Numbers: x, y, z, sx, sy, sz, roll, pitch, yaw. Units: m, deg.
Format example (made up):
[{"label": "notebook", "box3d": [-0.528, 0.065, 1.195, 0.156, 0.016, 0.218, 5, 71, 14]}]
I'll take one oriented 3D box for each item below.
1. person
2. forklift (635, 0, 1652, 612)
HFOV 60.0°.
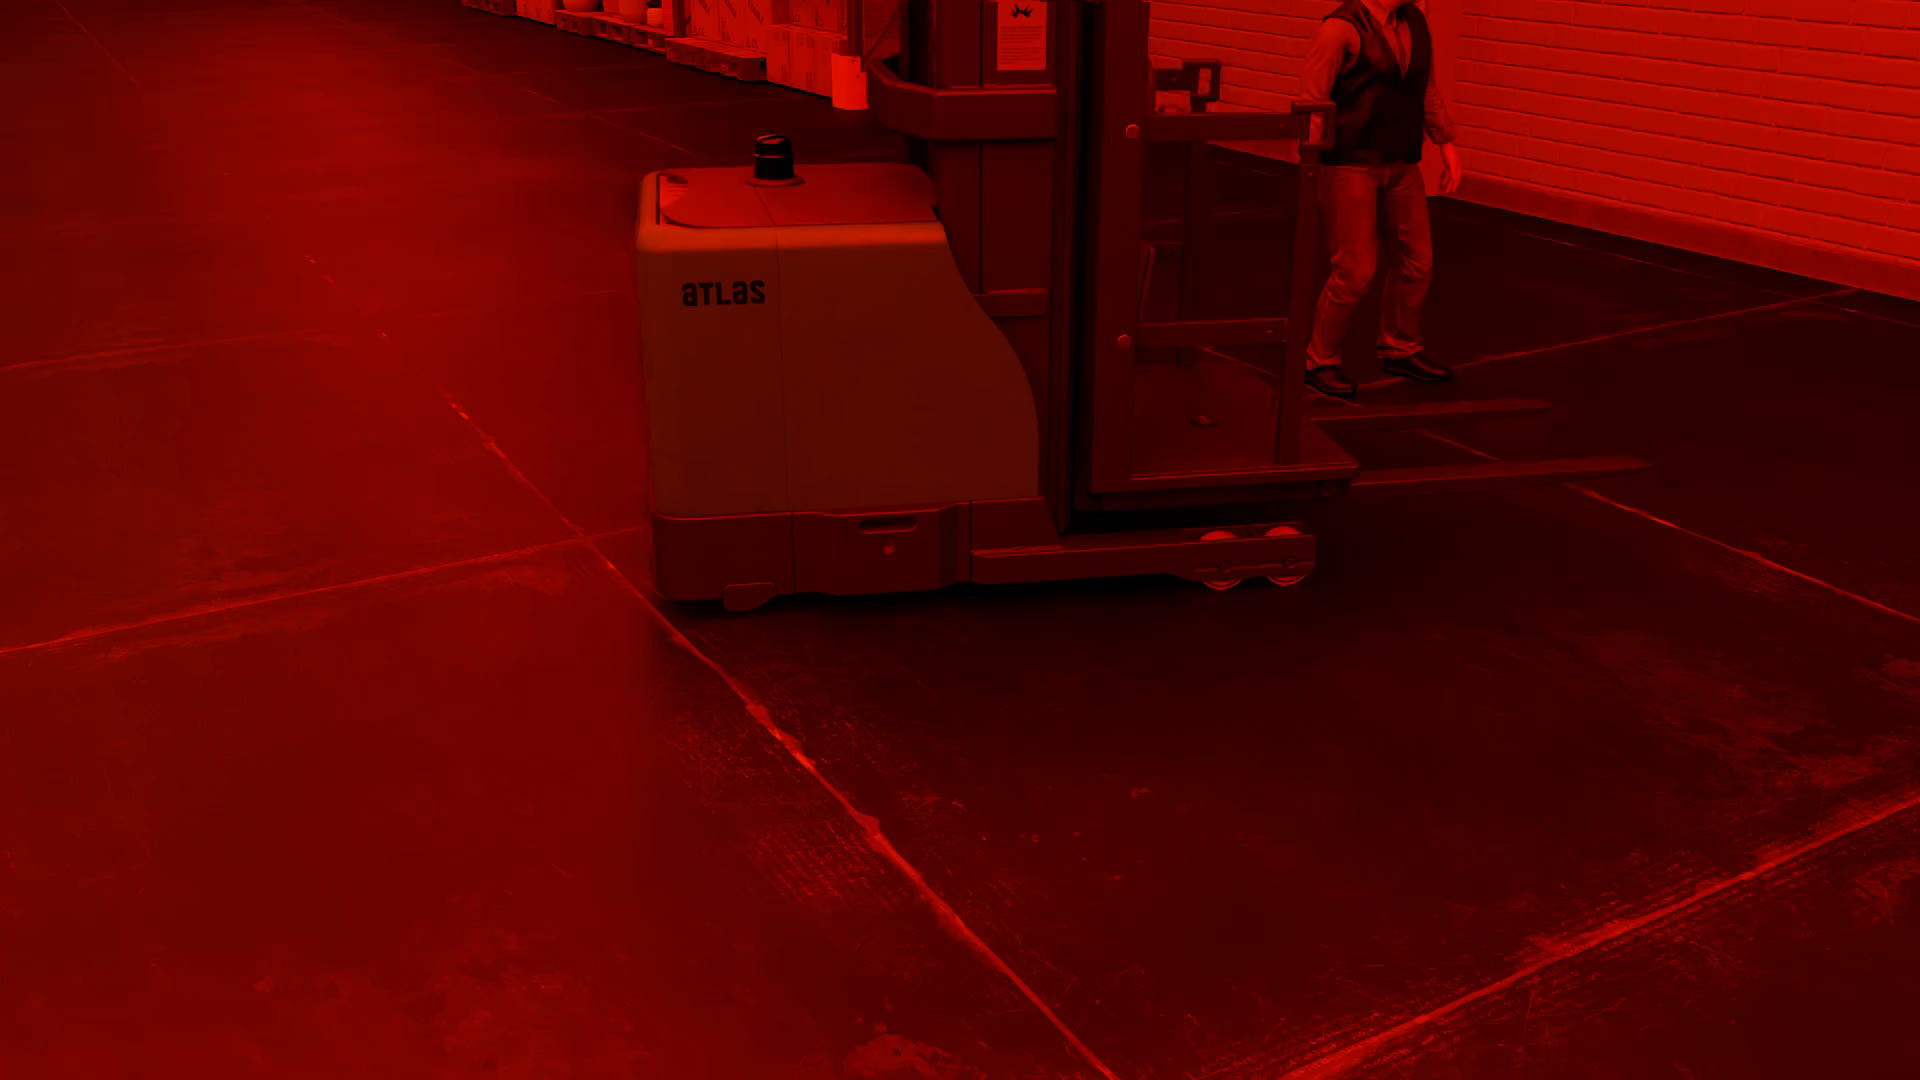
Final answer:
[{"label": "person", "box3d": [1.584, -1.412, 6.334, 0.736, 1.702, 0.418, -14, 26, -30]}, {"label": "forklift", "box3d": [0.580, -1.408, 4.704, 3.031, 2.935, 1.130, -4, 23, -9]}]
